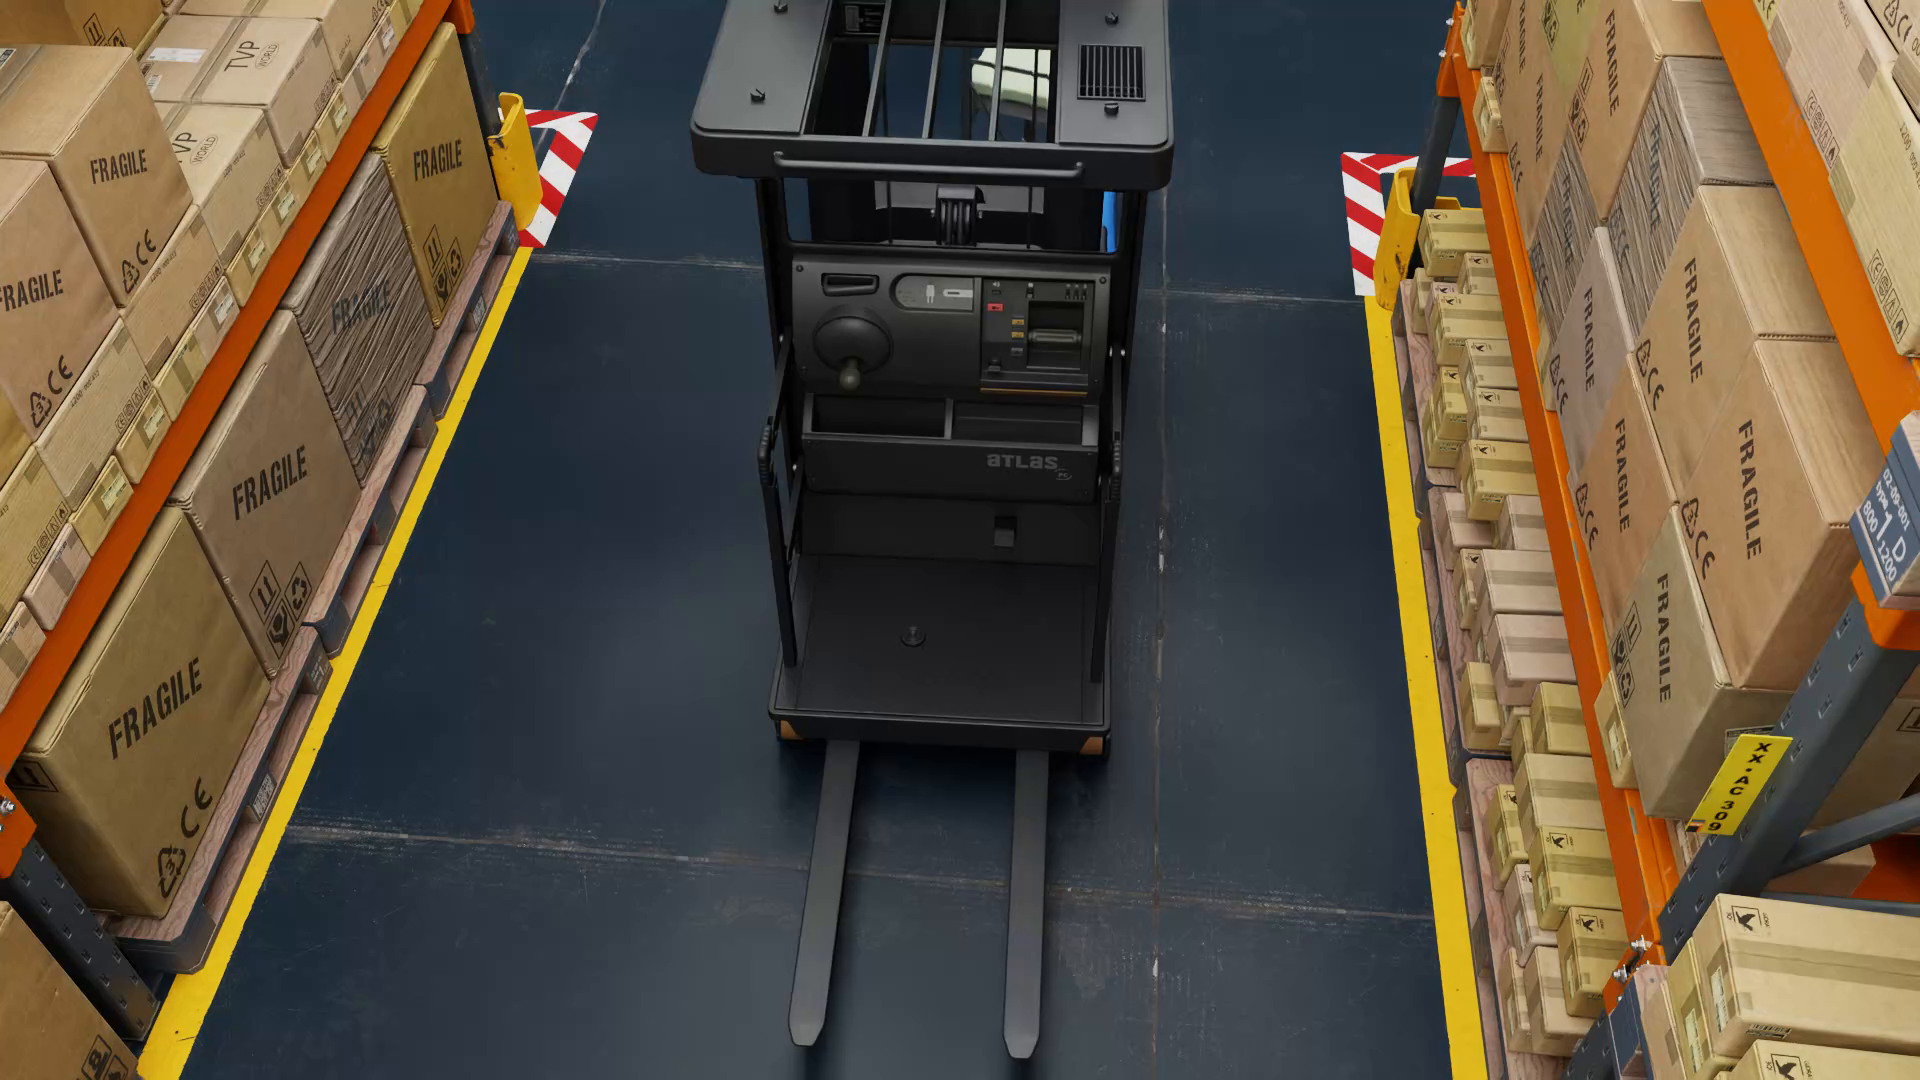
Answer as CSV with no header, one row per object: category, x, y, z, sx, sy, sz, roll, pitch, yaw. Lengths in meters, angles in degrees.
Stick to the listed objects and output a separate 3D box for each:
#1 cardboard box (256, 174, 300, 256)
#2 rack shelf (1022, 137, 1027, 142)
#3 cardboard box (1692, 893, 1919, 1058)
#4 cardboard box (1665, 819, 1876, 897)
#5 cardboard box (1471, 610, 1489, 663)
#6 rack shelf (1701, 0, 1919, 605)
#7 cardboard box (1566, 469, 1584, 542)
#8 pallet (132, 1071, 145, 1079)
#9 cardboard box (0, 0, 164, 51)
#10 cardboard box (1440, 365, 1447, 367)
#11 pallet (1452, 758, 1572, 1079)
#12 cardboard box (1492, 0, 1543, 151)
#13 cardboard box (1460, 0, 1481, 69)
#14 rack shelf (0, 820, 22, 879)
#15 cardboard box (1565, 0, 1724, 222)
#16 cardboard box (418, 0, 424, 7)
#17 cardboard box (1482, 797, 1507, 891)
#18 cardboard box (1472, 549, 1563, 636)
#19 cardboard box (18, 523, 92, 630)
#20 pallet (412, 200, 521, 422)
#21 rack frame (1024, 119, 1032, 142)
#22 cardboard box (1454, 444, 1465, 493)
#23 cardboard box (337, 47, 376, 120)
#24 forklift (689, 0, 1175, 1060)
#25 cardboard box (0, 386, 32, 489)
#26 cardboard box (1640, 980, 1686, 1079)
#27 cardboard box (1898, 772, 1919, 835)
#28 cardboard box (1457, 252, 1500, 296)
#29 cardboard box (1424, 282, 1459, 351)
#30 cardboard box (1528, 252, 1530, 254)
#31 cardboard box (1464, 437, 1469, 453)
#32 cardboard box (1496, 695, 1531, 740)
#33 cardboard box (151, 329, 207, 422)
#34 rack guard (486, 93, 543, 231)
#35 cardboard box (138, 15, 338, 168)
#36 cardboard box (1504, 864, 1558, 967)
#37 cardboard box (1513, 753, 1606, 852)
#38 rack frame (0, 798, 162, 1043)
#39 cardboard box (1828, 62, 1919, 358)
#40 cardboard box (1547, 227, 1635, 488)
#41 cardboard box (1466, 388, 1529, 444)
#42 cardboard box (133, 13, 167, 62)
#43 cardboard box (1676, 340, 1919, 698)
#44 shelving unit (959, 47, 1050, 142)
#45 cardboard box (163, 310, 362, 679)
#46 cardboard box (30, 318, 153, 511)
cardboard box,-2.372,-1.058,5.355,0.380,0.149,0.250,5,48,4
rack shelf,0.326,-1.263,6.831,0.431,0.370,0.720,16,49,14
cardboard box,1.544,0.798,2.970,0.380,0.149,0.250,6,48,6
cardboard box,1.831,0.656,3.787,0.380,0.149,0.250,3,48,3
cardboard box,1.919,0.359,5.537,0.380,0.149,0.250,5,48,4
rack shelf,2.220,-1.442,3.991,1.077,0.370,4.000,4,48,4
cardboard box,1.873,-0.122,4.499,0.380,0.149,0.250,2,48,2
pallet,-2.888,1.902,4.367,1.003,0.211,1.213,4,48,4
cardboard box,-2.927,-1.770,5.228,0.500,0.500,0.500,3,48,2
cardboard box,2.093,-0.761,6.560,0.380,0.149,0.250,4,48,3
pallet,2.064,1.242,4.971,1.003,0.211,1.213,4,48,4
cardboard box,2.063,-1.570,5.384,0.500,0.500,0.500,4,48,4
cardboard box,2.046,-1.842,6.072,0.380,0.149,0.250,4,48,3
rack shelf,-3.075,2.102,2.783,1.077,0.370,4.000,4,48,4
cardboard box,1.945,-1.175,4.345,0.500,0.500,0.500,3,48,2
cardboard box,-2.232,-2.182,6.383,0.380,0.149,0.250,5,48,4
cardboard box,1.801,0.922,5.021,0.380,0.149,0.250,2,48,2
cardboard box,1.857,0.174,5.302,0.380,0.149,0.250,2,48,2
cardboard box,-2.510,0.086,4.309,0.380,0.149,0.250,2,48,2
pallet,-2.523,-1.016,7.037,1.003,0.211,1.213,4,48,4
rack frame,0.457,-1.735,6.821,0.400,1.500,0.023,16,49,14
cardboard box,2.017,-0.203,6.051,0.380,0.149,0.250,4,48,4
cardboard box,-2.302,-1.622,5.871,0.380,0.149,0.250,5,48,4
forklift,-0.040,-0.525,4.744,1.130,2.935,3.031,3,48,2
cardboard box,-2.594,-0.249,3.836,0.500,0.500,0.500,4,48,4
cardboard box,1.544,0.999,3.190,0.380,0.149,0.250,2,48,2
cardboard box,2.334,0.316,3.659,0.500,0.500,0.500,3,48,3
cardboard box,2.111,-0.950,6.330,0.380,0.149,0.250,5,48,4
cardboard box,2.018,-0.857,6.447,0.380,0.149,0.250,4,48,3
cardboard box,2.000,-0.881,5.193,0.380,0.149,0.250,3,48,3
cardboard box,2.023,-0.289,5.927,0.380,0.149,0.250,2,48,2
cardboard box,1.893,0.500,5.206,0.380,0.149,0.250,5,48,4
cardboard box,-2.442,-0.489,4.835,0.380,0.149,0.250,3,48,3
rack guard,-2.526,-1.724,7.488,1.175,0.500,0.348,4,48,4
cardboard box,-2.401,-1.479,5.470,0.500,0.250,0.500,2,48,2
cardboard box,1.762,1.064,4.689,0.380,0.149,0.250,2,48,2
cardboard box,1.810,0.764,4.763,0.380,0.149,0.250,3,48,3
rack frame,-2.892,0.389,3.861,1.000,3.000,0.127,4,48,4
cardboard box,1.814,-0.544,2.783,0.500,0.250,0.500,5,48,4
cardboard box,1.896,-0.459,4.367,0.500,0.500,0.500,4,48,3
cardboard box,1.986,-0.382,5.811,0.380,0.149,0.250,6,48,5
cardboard box,-2.931,-1.514,5.502,0.500,0.250,0.500,2,48,2
cardboard box,1.811,-0.038,3.305,0.500,0.500,0.500,2,48,2
shelving unit,0.326,-1.483,6.590,0.431,1.500,0.755,16,49,14
cardboard box,-2.670,-0.177,5.534,0.875,0.875,0.875,4,48,4
cardboard box,-2.538,-0.353,4.441,0.500,0.250,0.500,4,48,3
